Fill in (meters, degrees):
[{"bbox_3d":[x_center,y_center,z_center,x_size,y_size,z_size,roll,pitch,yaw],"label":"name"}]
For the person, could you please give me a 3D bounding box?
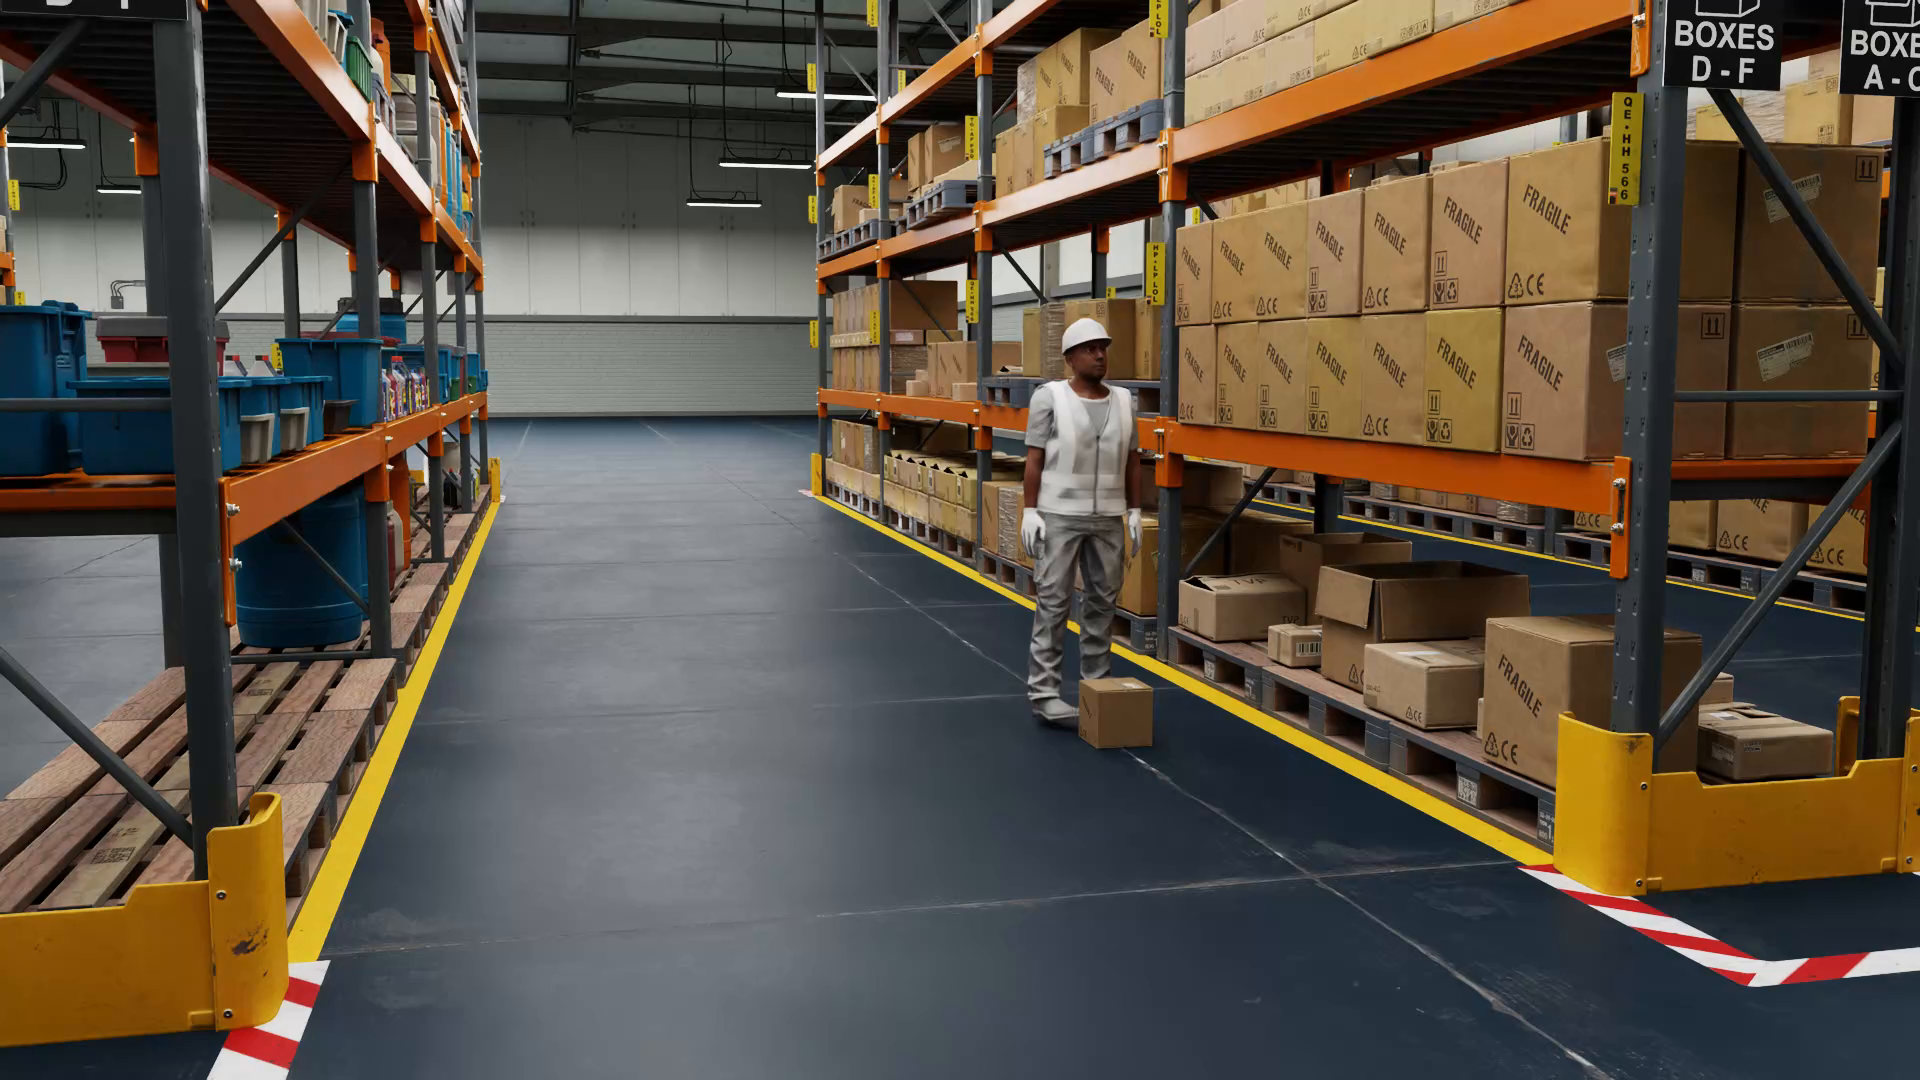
[{"bbox_3d":[0.574,-0.095,7.457,0.586,1.789,0.456,-2,6,-20],"label":"person"}]
